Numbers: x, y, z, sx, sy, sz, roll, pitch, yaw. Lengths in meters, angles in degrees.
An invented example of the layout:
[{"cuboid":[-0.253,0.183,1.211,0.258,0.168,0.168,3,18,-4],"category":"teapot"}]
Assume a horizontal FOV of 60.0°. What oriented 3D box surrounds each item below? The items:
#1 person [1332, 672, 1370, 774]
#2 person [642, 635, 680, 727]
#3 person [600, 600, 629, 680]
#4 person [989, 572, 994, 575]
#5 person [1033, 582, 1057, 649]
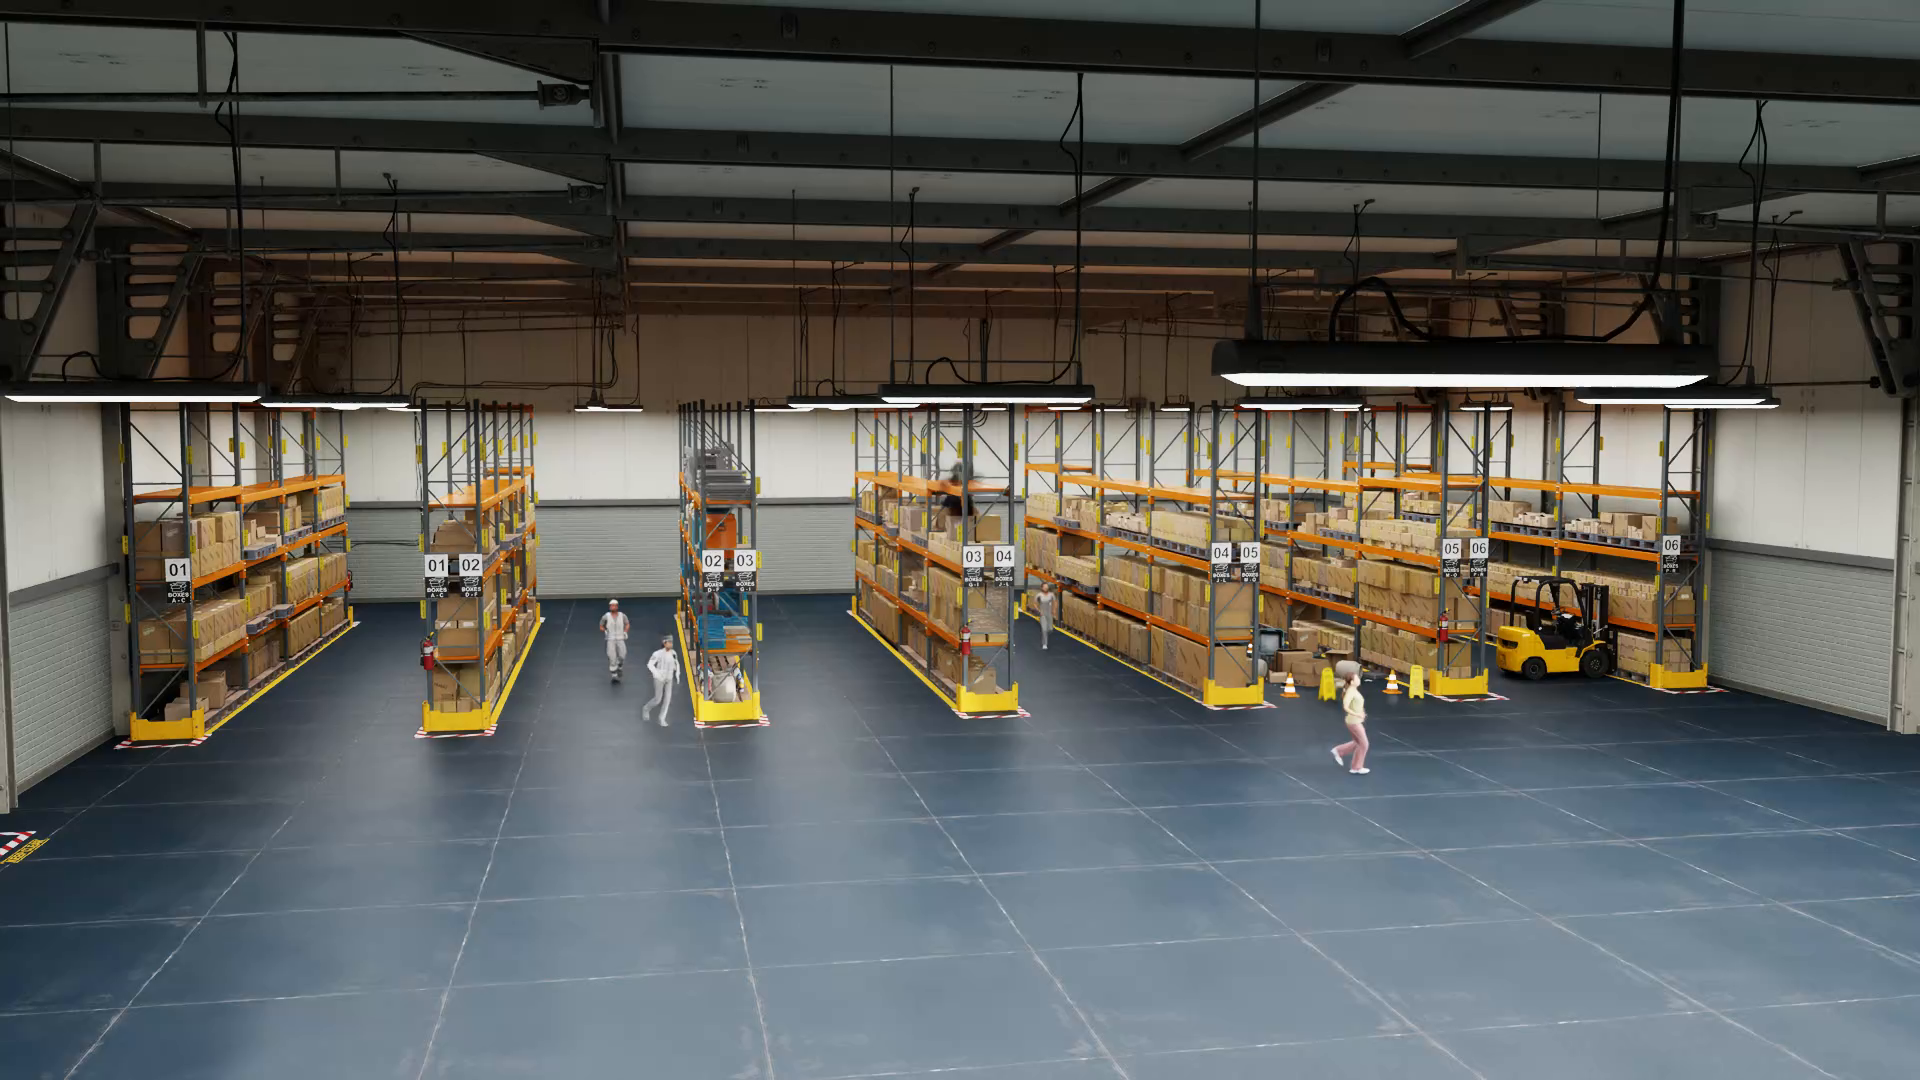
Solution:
[{"cuboid":[6.240,2.907,26.536,0.609,1.619,0.580,1,5,19],"category":"person"},{"cuboid":[-5.469,2.575,30.802,0.665,1.651,0.704,-4,6,-40],"category":"person"},{"cuboid":[-7.393,2.154,35.696,0.648,1.740,0.598,-1,5,-19],"category":"person"},{"cuboid":[1.025,1.161,49.255,0.790,1.704,0.632,4,6,44],"category":"person"},{"cuboid":[2.086,1.836,40.806,0.595,1.627,0.590,-1,4,-11],"category":"person"}]
